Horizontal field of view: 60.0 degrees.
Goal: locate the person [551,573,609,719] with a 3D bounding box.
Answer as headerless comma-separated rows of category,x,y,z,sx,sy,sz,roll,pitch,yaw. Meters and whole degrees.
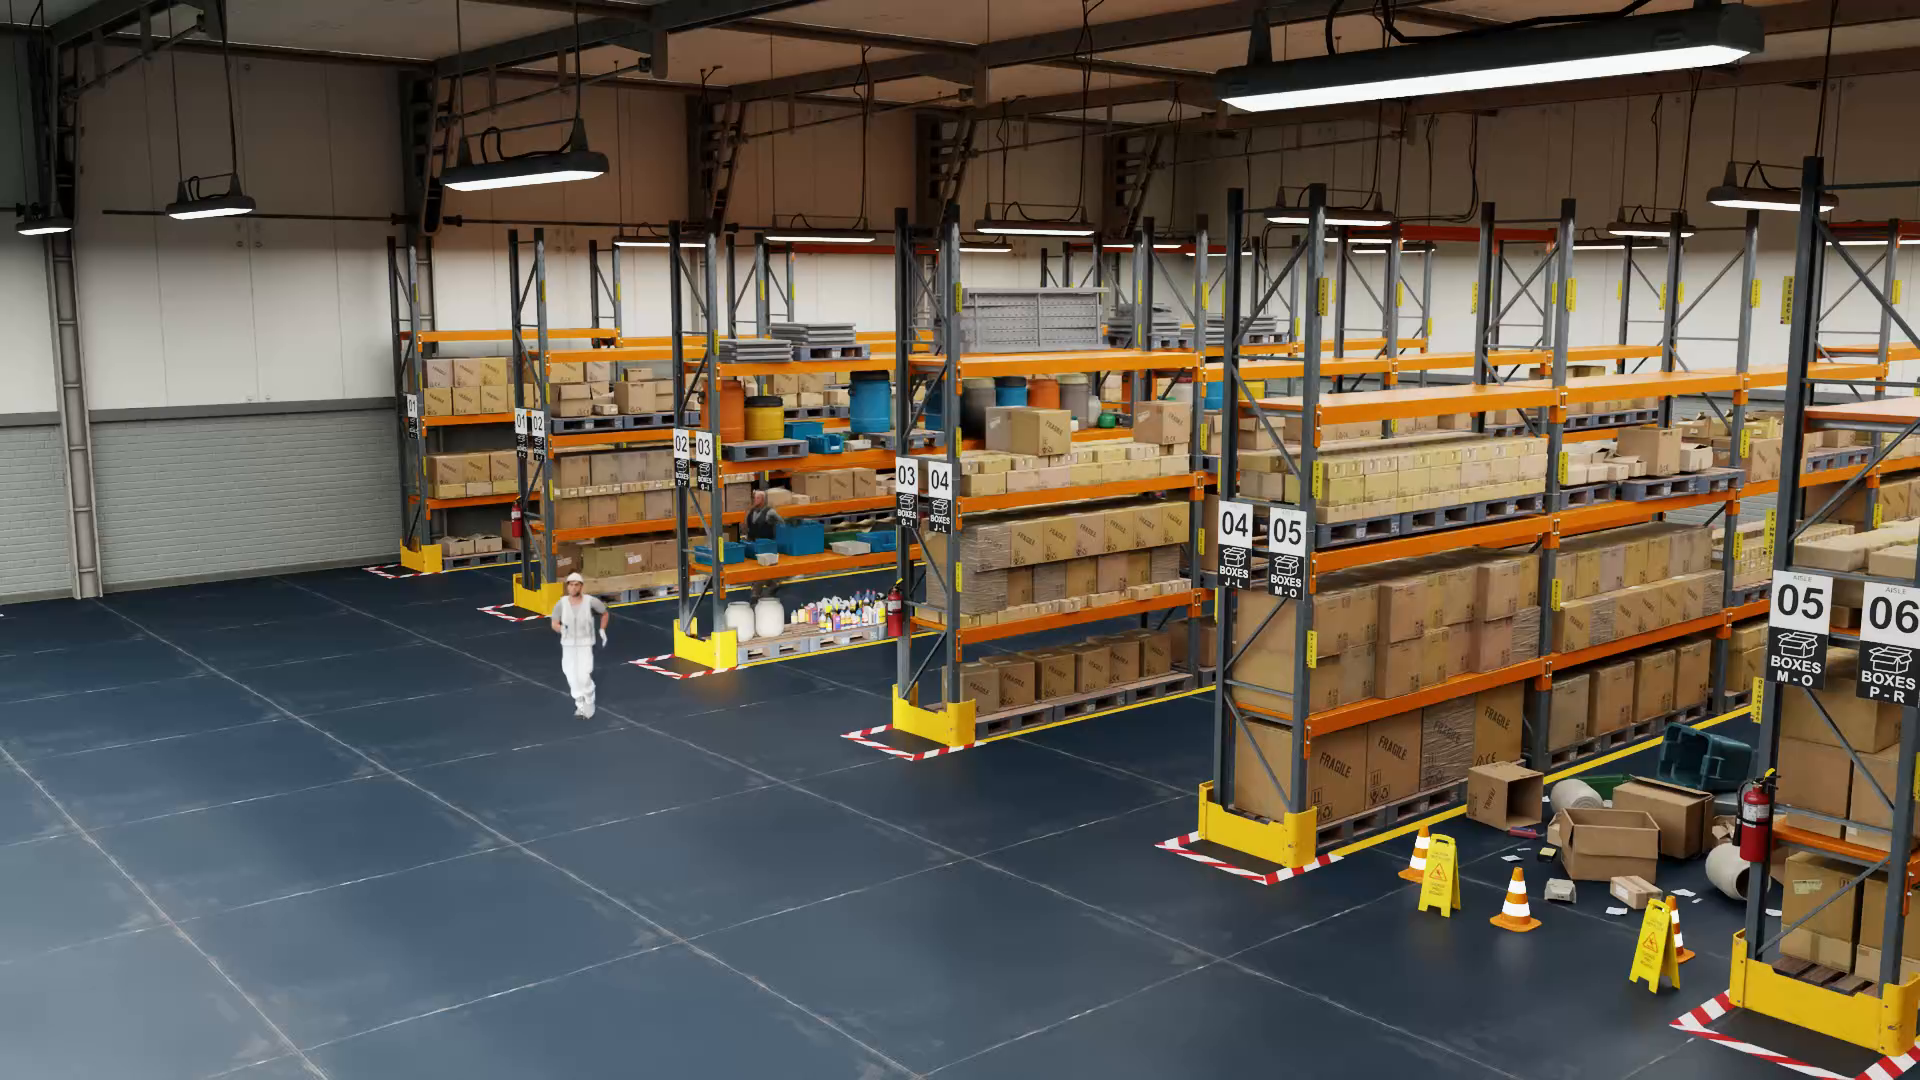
person,-4.524,1.264,19.705,0.639,1.753,0.666,0,9,0

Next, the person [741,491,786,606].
person,-3.035,0.129,25.420,0.659,1.760,0.855,6,11,35
